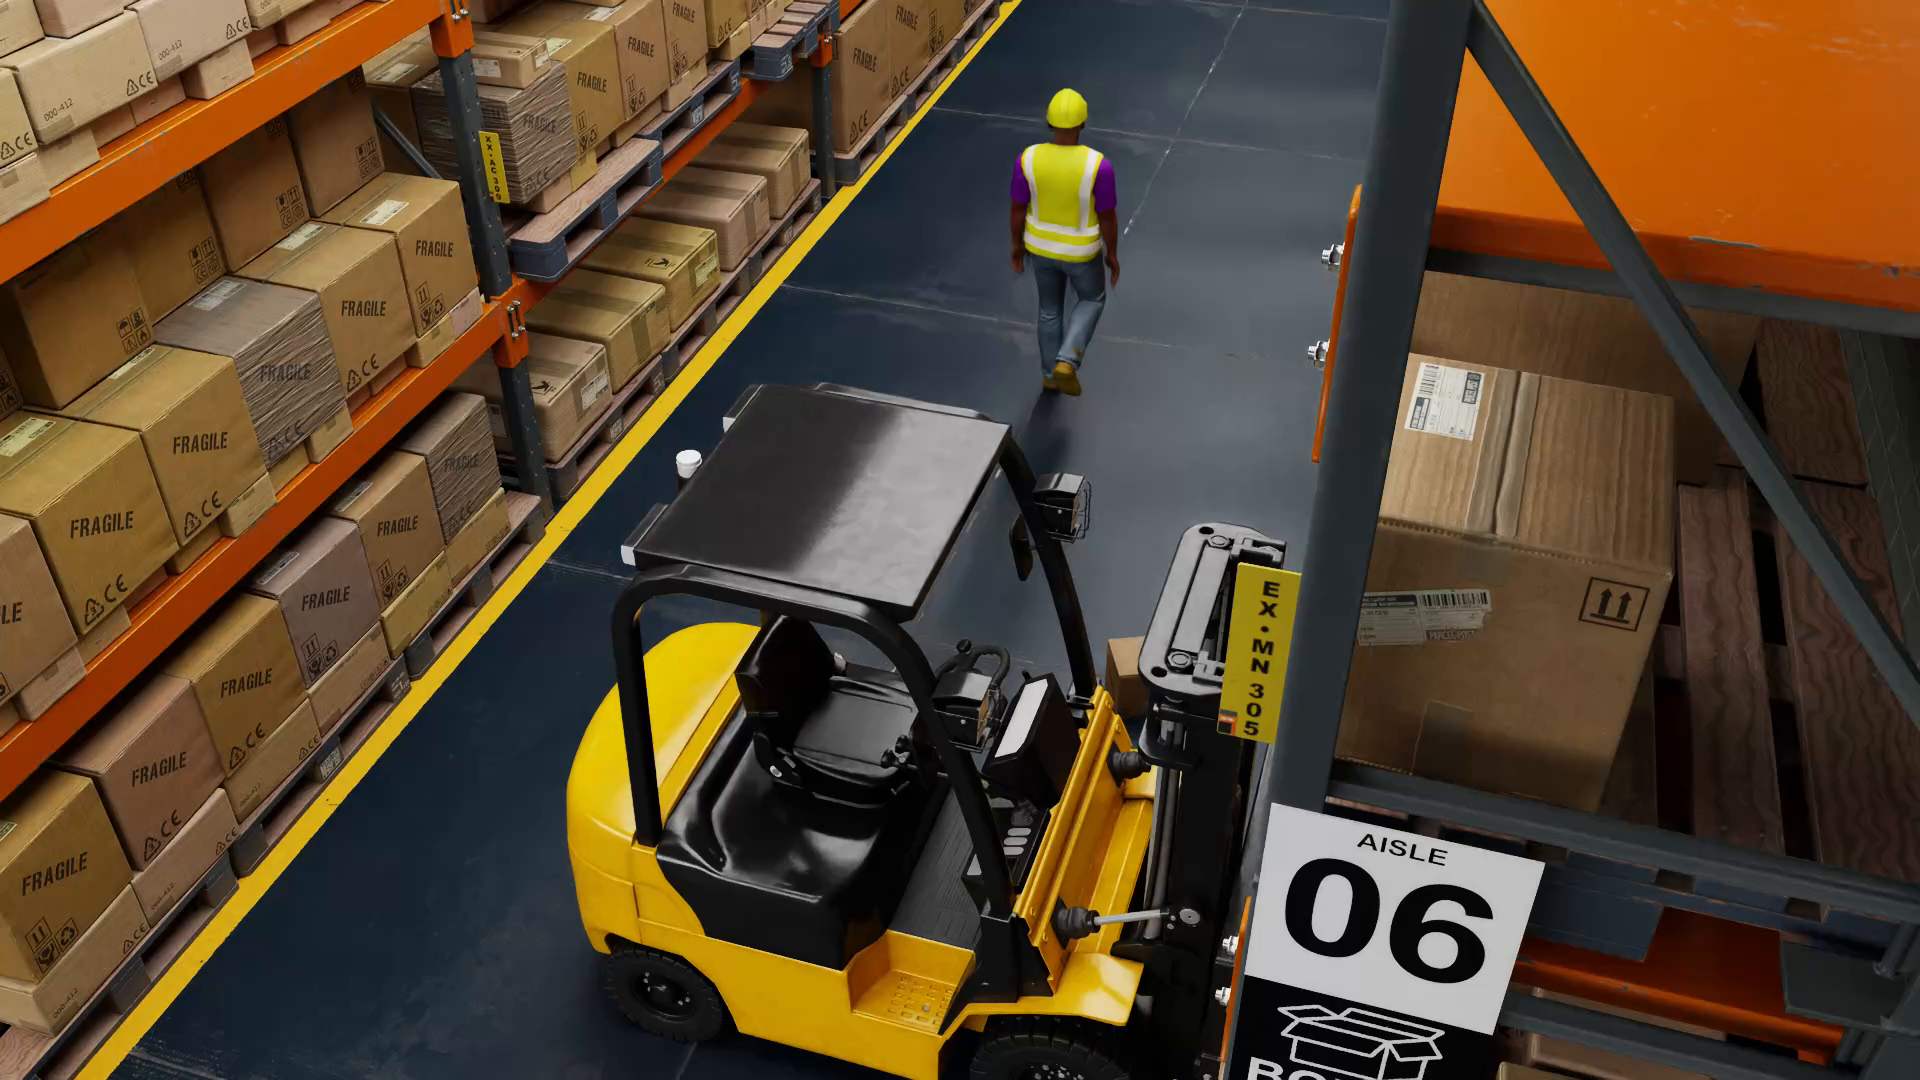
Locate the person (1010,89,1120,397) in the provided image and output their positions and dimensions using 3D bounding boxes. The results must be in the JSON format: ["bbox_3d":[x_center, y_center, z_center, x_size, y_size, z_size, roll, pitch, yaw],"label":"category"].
[{"bbox_3d":[0.563,-1.561,8.914,0.609,1.757,0.563,11,38,15],"label":"person"}]
